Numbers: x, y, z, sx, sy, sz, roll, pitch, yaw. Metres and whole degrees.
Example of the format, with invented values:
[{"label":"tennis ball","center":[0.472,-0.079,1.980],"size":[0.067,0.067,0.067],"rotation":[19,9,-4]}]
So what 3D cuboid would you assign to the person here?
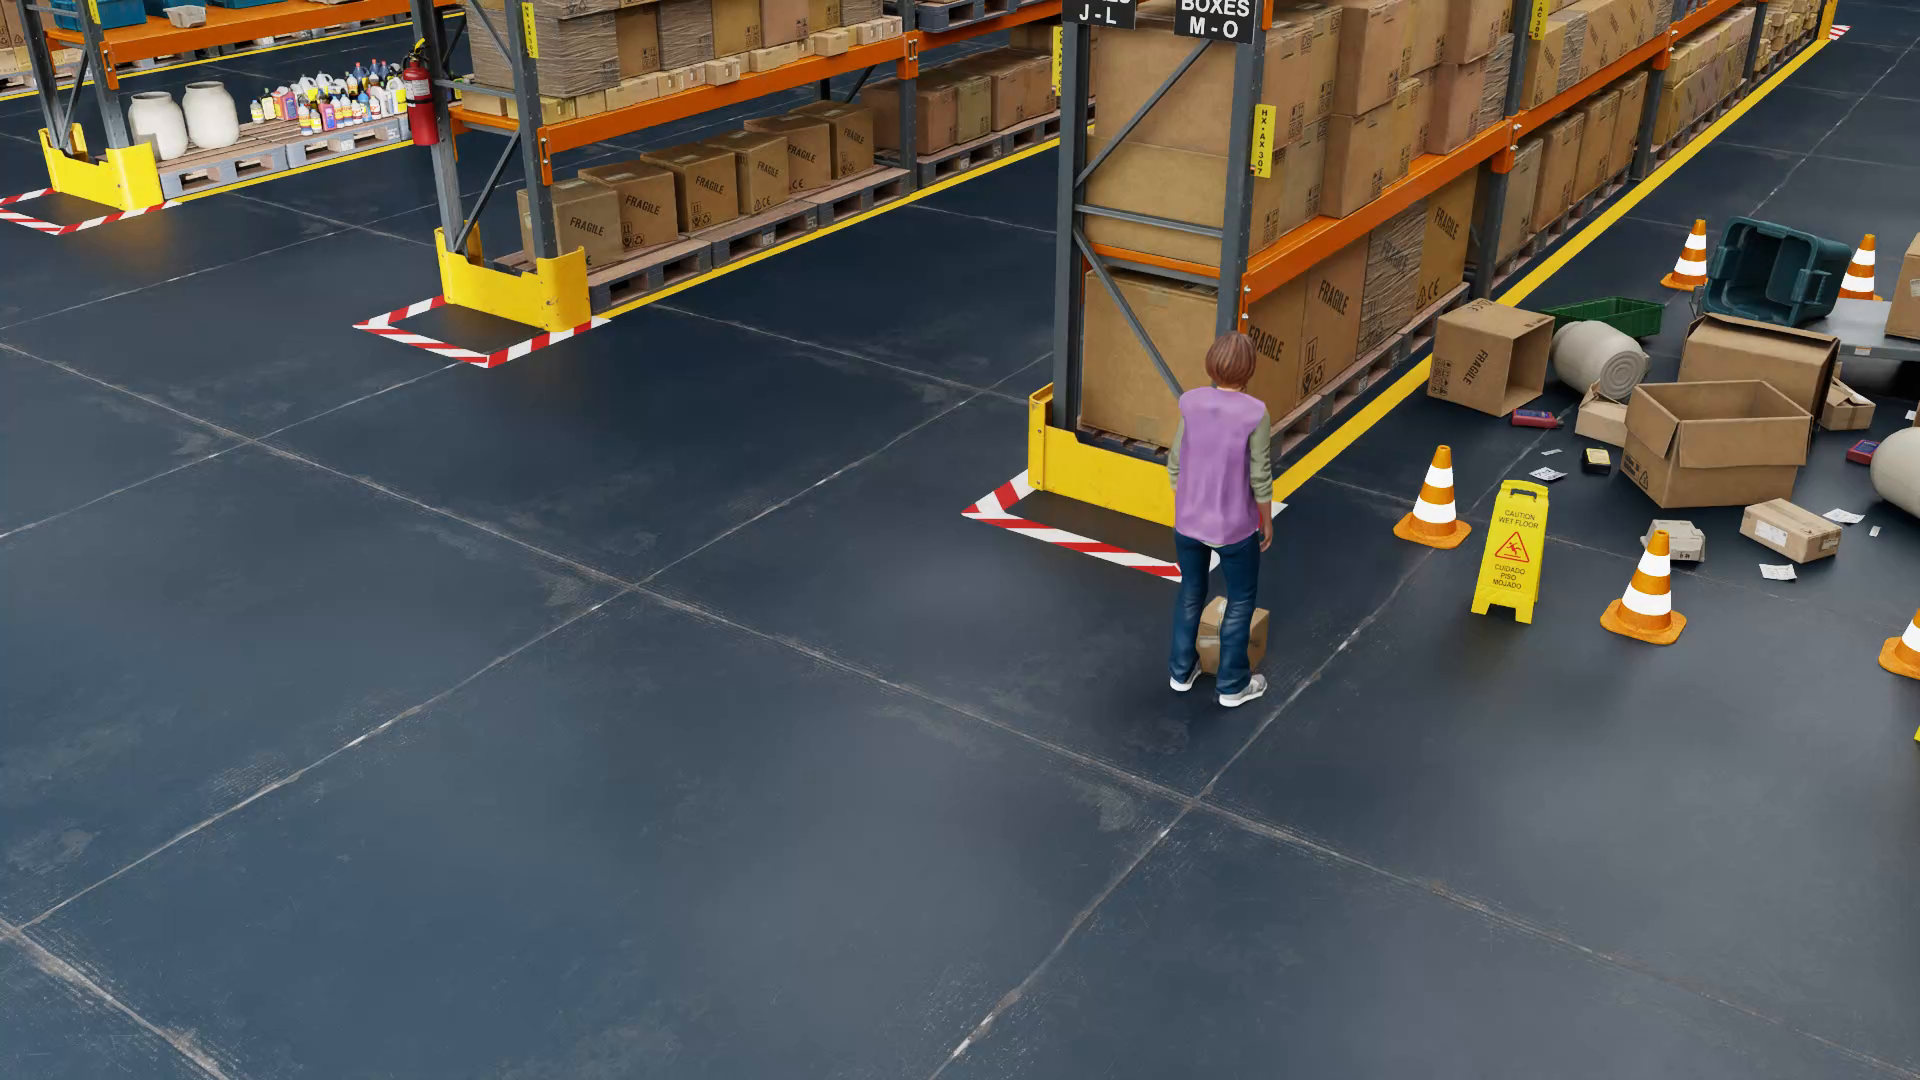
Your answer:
[{"label":"person","center":[1.050,-0.068,6.761],"size":[0.461,1.593,0.341],"rotation":[16,32,29]}]
